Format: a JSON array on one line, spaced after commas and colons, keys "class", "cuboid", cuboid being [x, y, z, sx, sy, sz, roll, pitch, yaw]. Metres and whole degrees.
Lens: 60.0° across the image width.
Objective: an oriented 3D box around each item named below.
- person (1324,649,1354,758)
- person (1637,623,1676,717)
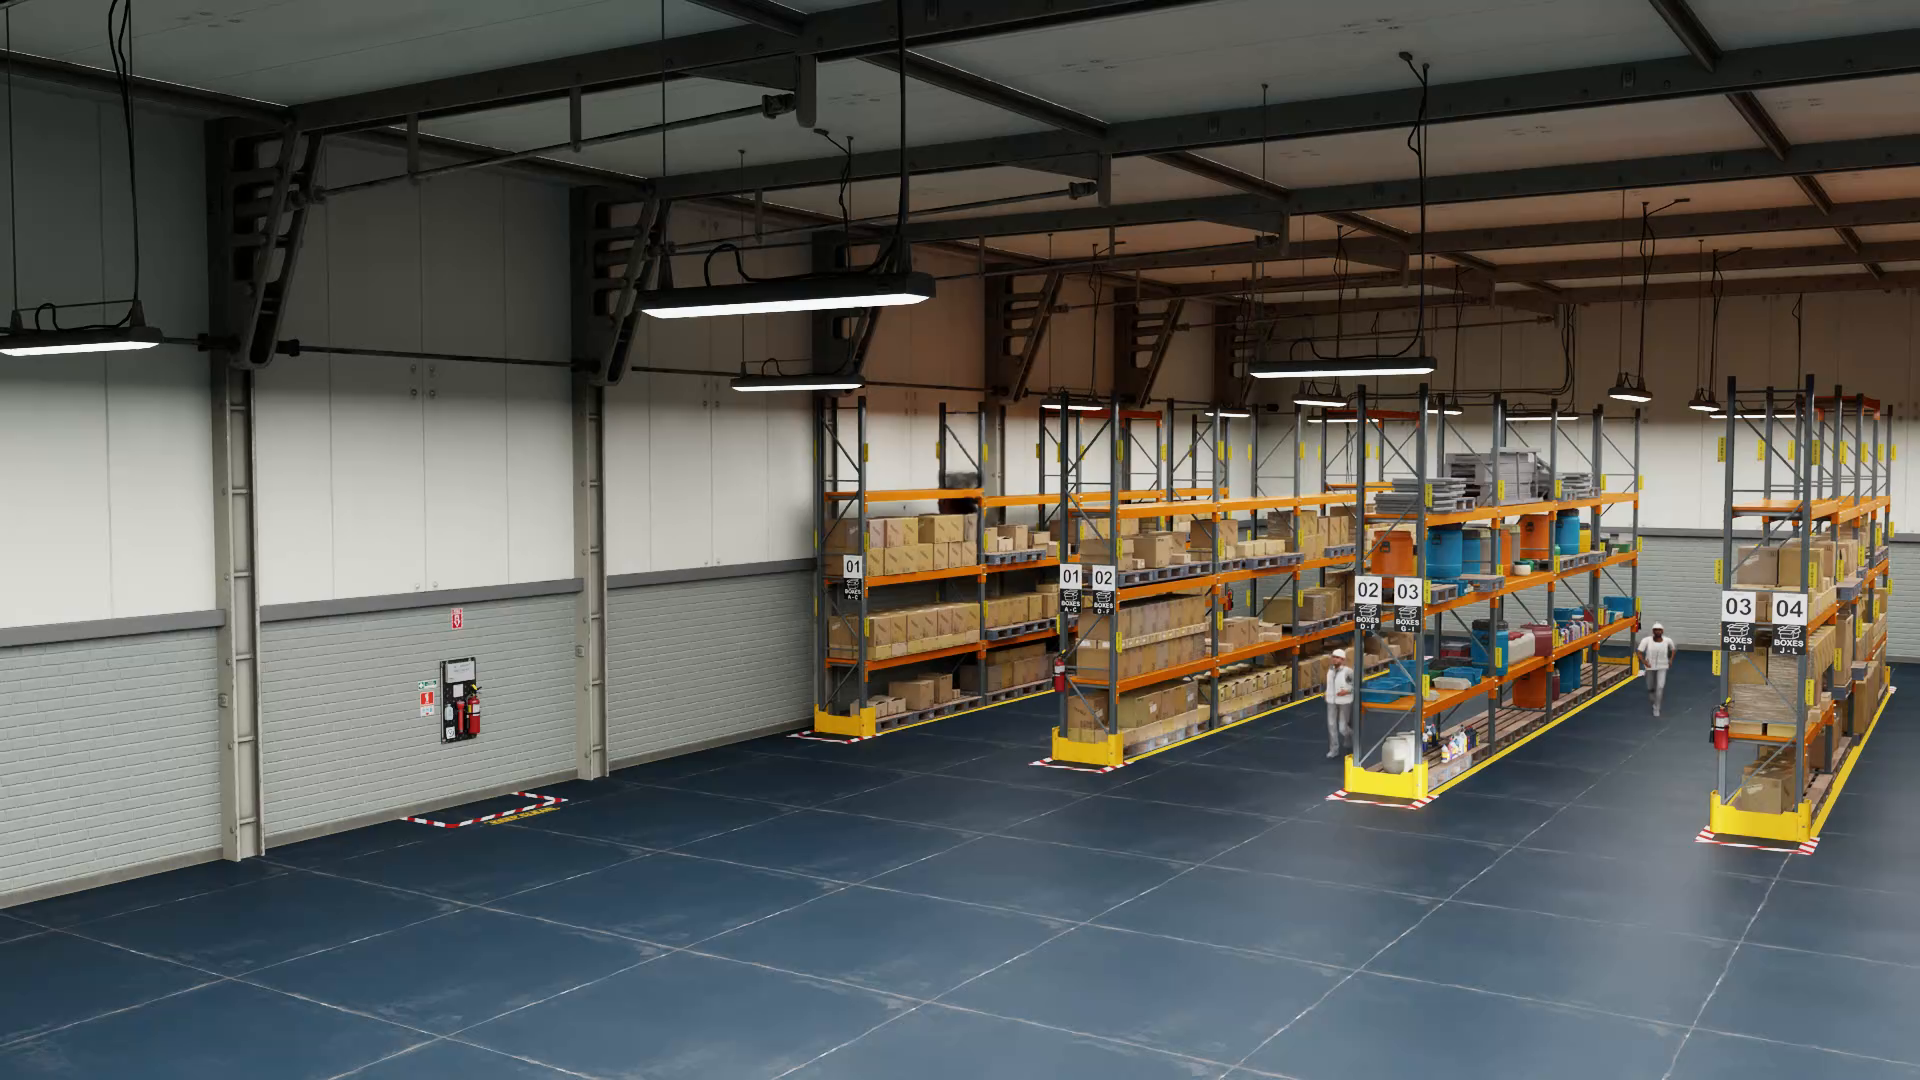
[{"class": "person", "cuboid": [6.296, 2.690, 27.489, 0.656, 1.772, 0.800, 2, 4, 39]}, {"class": "person", "cuboid": [13.375, 2.473, 31.969, 0.673, 1.756, 1.079, 1, 3, 26]}]
